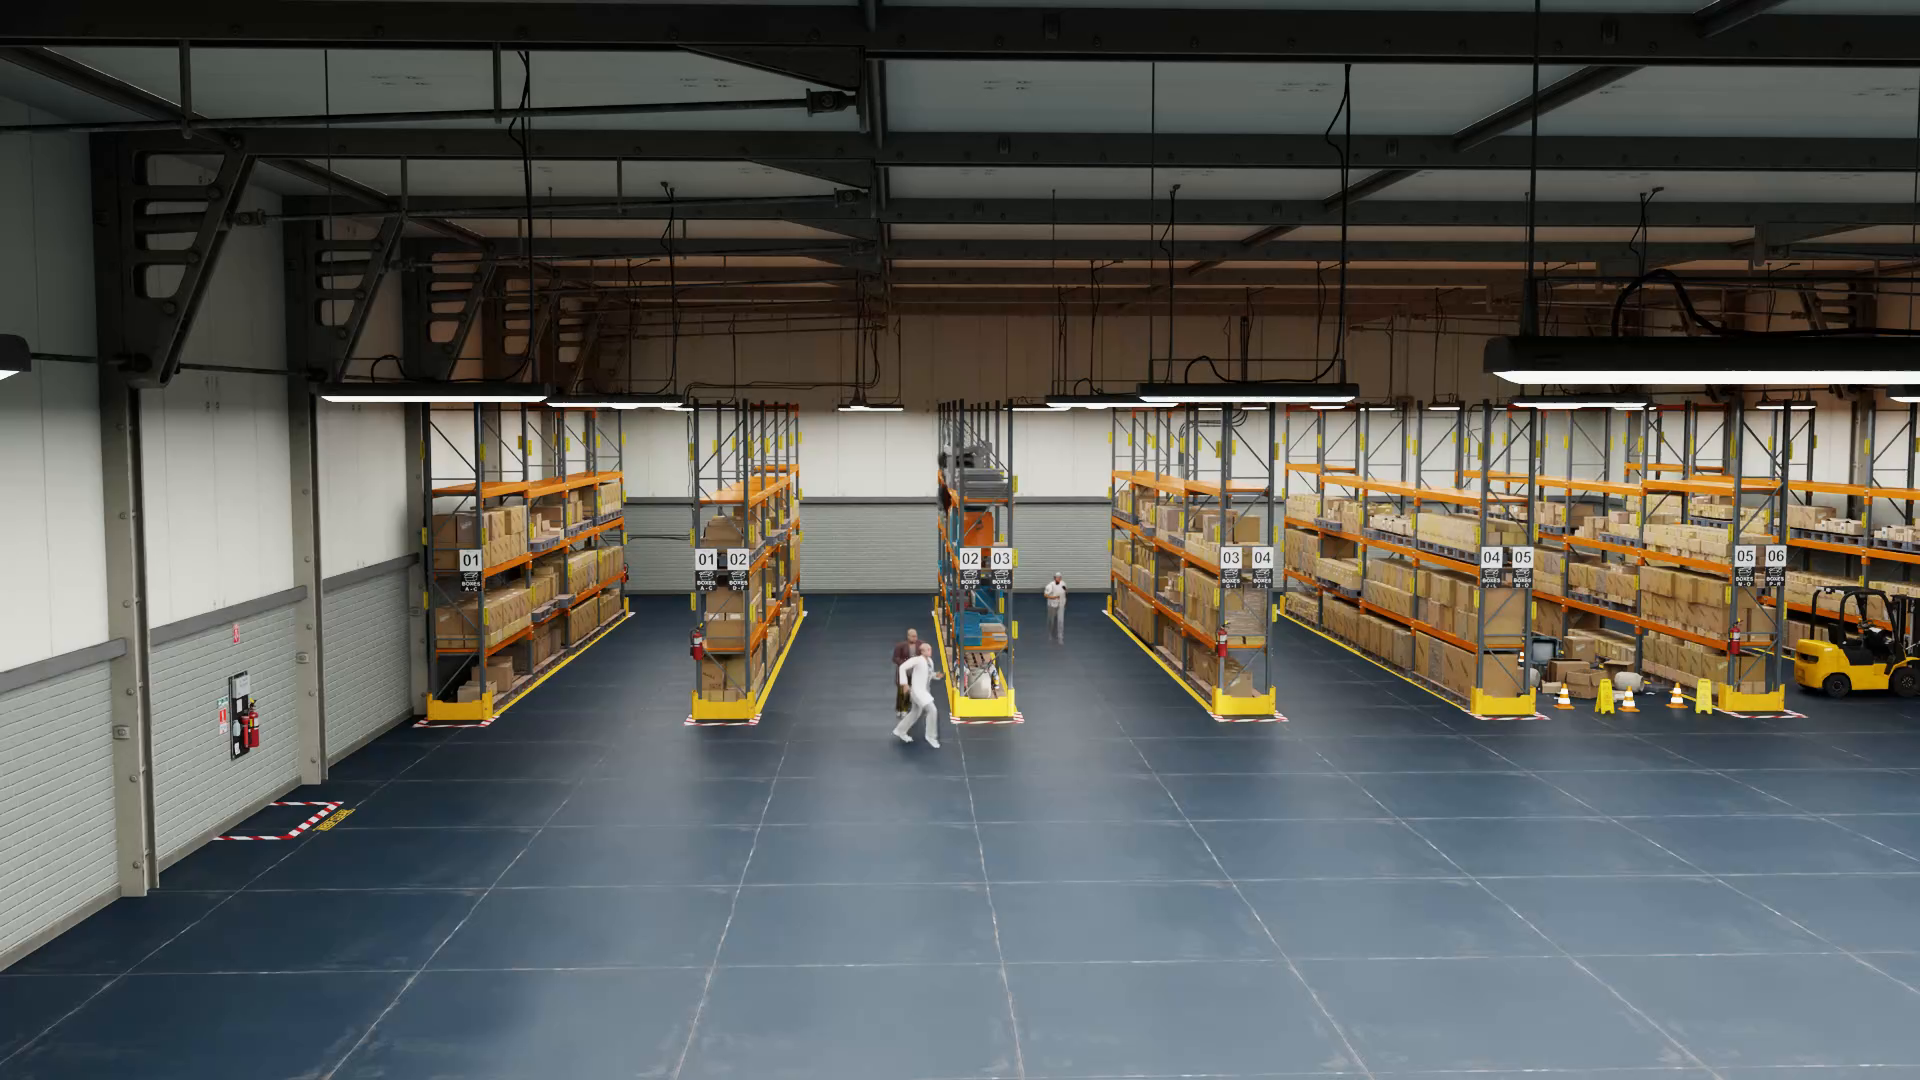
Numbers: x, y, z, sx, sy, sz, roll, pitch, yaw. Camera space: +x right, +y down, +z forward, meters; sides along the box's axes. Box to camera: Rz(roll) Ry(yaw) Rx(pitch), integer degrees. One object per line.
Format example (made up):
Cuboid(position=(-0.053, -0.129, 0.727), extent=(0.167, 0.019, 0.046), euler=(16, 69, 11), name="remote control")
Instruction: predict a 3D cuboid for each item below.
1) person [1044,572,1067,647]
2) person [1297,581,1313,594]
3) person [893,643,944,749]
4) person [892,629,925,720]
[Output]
Cuboid(position=(2.274, 1.619, 39.511), extent=(0.628, 1.728, 0.870), euler=(-1, 5, -18), name="person")
Cuboid(position=(10.152, 1.149, 48.732), extent=(0.911, 1.740, 0.718), euler=(1, 4, 15), name="person")
Cuboid(position=(-0.732, 2.675, 28.608), extent=(0.939, 1.831, 0.741), euler=(2, 5, 24), name="person")
Cuboid(position=(-0.925, 2.522, 31.121), extent=(0.756, 1.755, 0.849), euler=(-1, 5, -18), name="person")
